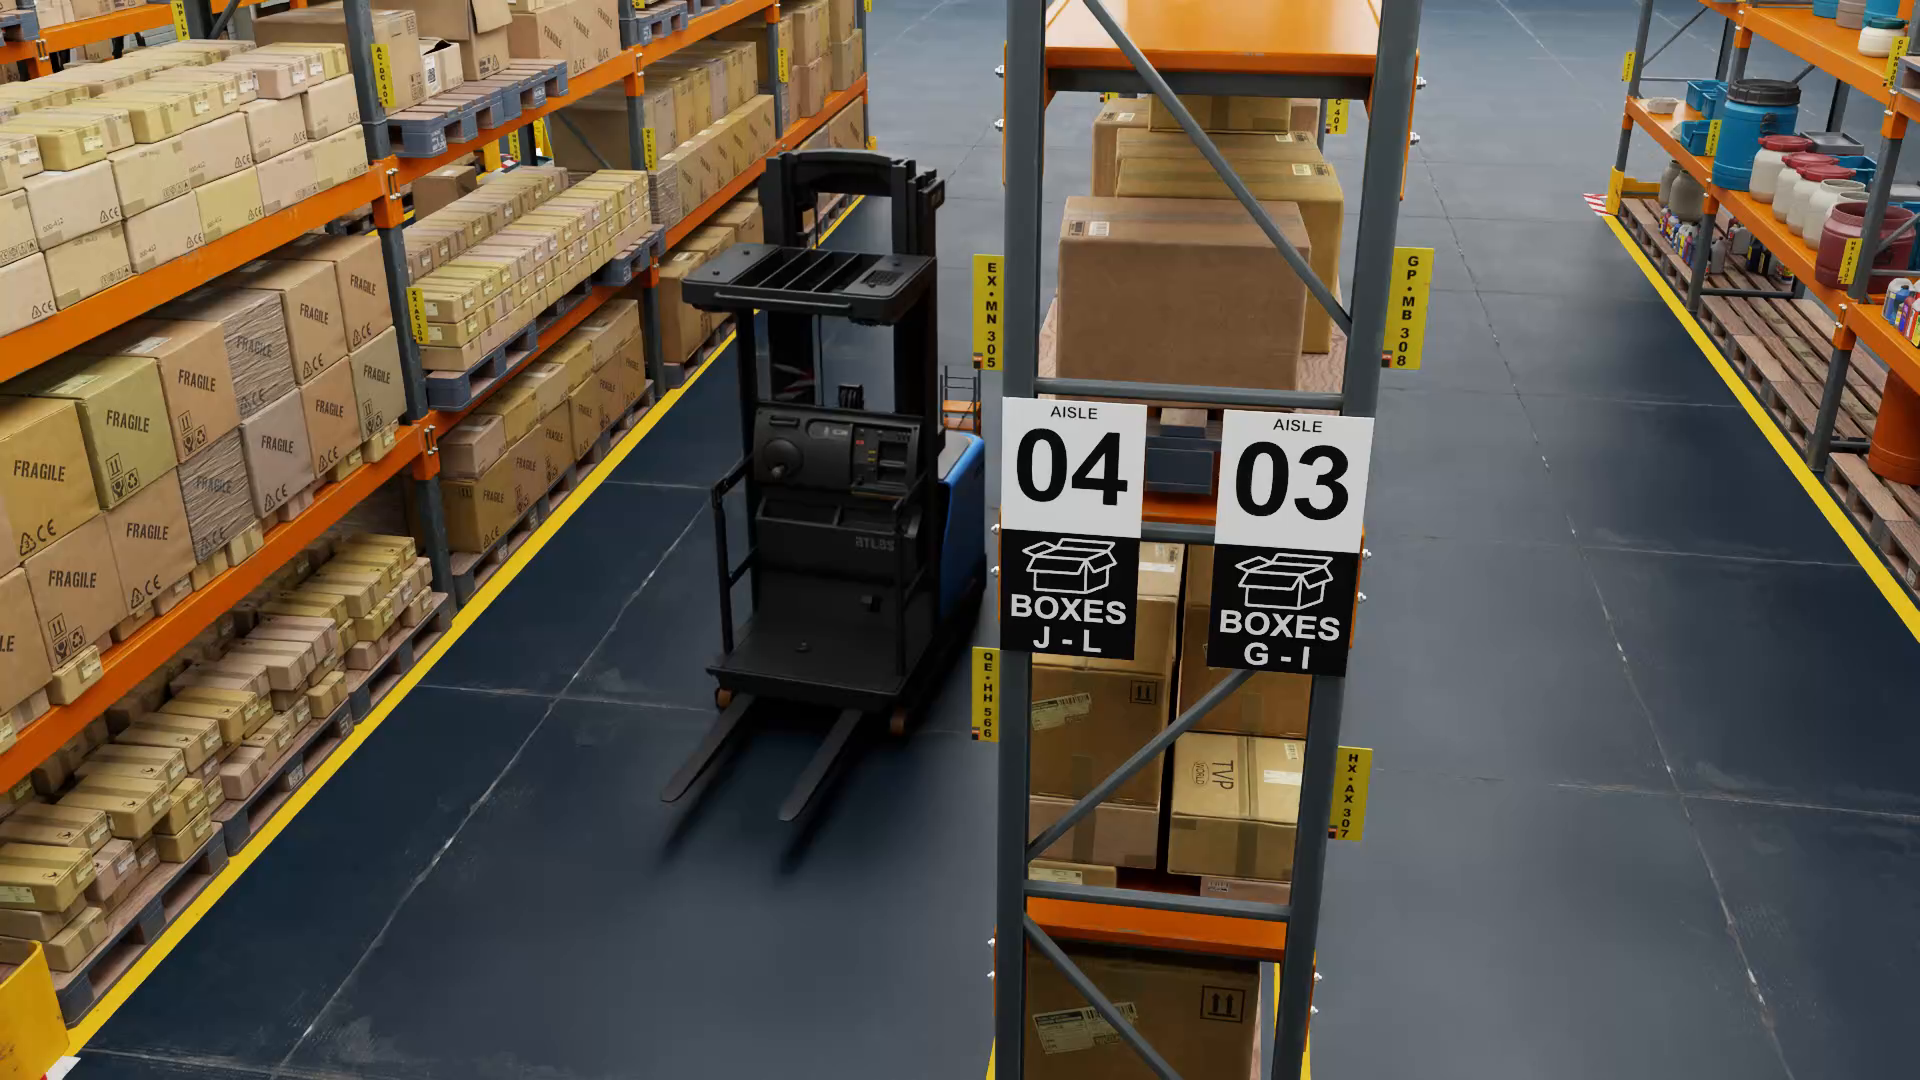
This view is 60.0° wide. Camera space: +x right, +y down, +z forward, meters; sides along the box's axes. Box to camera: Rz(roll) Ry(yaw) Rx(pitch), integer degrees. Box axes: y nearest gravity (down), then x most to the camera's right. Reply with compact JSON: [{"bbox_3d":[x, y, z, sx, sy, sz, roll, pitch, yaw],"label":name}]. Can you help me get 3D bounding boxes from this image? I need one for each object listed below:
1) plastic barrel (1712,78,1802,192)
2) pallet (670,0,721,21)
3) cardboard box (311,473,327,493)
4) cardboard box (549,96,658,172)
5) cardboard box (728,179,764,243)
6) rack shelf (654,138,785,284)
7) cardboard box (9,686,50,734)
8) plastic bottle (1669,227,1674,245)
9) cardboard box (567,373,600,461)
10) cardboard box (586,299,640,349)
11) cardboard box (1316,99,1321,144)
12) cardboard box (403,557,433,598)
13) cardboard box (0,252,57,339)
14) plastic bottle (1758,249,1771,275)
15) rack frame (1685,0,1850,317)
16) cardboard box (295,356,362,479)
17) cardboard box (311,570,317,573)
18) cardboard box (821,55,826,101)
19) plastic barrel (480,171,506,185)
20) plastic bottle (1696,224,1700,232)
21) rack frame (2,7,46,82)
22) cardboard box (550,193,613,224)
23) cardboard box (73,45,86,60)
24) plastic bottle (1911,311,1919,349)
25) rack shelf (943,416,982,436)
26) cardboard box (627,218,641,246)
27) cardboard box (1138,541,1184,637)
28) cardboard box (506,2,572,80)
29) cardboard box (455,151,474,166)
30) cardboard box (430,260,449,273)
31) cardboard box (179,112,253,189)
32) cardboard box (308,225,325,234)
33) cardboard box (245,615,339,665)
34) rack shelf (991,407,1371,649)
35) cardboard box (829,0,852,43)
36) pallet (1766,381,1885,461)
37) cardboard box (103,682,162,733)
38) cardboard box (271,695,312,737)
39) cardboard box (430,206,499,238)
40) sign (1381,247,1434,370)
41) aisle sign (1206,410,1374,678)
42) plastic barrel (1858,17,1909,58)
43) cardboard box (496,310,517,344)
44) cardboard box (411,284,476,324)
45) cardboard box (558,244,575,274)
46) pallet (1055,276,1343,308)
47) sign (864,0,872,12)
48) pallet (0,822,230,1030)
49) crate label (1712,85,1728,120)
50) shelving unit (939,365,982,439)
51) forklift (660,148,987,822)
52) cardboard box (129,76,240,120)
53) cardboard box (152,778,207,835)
[{"bbox_3d":[7.104,-3.614,14.842,0.600,0.901,0.708,4,25,9],"label":"plastic barrel"},{"bbox_3d":[-2.718,-4.598,14.219,1.003,0.211,1.213,5,26,11],"label":"pallet"},{"bbox_3d":[-3.567,-0.336,8.725,0.380,0.149,0.250,3,25,7],"label":"cardboard box"},{"bbox_3d":[-2.867,-3.269,13.399,0.700,0.500,0.500,4,25,8],"label":"cardboard box"},{"bbox_3d":[-2.309,-3.163,16.626,1.050,0.750,0.750,4,25,8],"label":"cardboard box"},{"bbox_3d":[-2.624,-3.095,15.172,1.077,0.370,4.000,4,25,9],"label":"rack shelf"},{"bbox_3d":[-3.881,0.653,6.612,0.380,0.149,0.250,5,26,10],"label":"cardboard box"},{"bbox_3d":[7.428,-3.170,17.265,0.097,0.201,0.097,0,25,0],"label":"plastic bottle"},{"bbox_3d":[-2.959,-0.910,12.108,0.500,0.500,0.500,3,25,6],"label":"cardboard box"},{"bbox_3d":[-2.803,-1.678,12.864,0.500,0.250,0.500,3,25,7],"label":"cardboard box"},{"bbox_3d":[1.204,-1.833,7.358,0.700,0.500,0.500,3,25,5],"label":"cardboard box"},{"bbox_3d":[-3.342,0.209,9.782,0.380,0.149,0.250,5,25,10],"label":"cardboard box"},{"bbox_3d":[-3.842,-0.919,6.313,0.500,0.250,0.500,5,26,10],"label":"cardboard box"},{"bbox_3d":[7.872,-2.744,16.260,0.061,0.283,0.133,4,25,9],"label":"plastic bottle"},{"bbox_3d":[7.466,-3.528,15.249,1.000,3.000,0.127,4,25,9],"label":"rack frame"},{"bbox_3d":[-3.490,-0.652,8.636,0.500,0.500,0.500,3,25,7],"label":"cardboard box"},{"bbox_3d":[-3.979,0.185,9.834,0.380,0.149,0.250,5,26,11],"label":"cardboard box"},{"bbox_3d":[-1.988,-5.158,18.554,0.875,0.550,0.500,4,25,9],"label":"cardboard box"},{"bbox_3d":[-5.387,-4.095,19.499,0.421,0.421,0.512,-20,32,-36],"label":"plastic barrel"},{"bbox_3d":[7.507,-3.062,16.939,0.061,0.283,0.133,4,25,9],"label":"plastic bottle"},{"bbox_3d":[-7.850,-2.885,13.875,1.000,3.000,0.127,4,25,9],"label":"rack frame"},{"bbox_3d":[-2.704,-2.367,11.868,0.380,0.149,0.250,5,26,10],"label":"cardboard box"},{"bbox_3d":[-11.356,-6.178,20.792,0.500,0.500,0.500,5,26,10],"label":"cardboard box"},{"bbox_3d":[6.281,-1.397,10.834,0.061,0.283,0.133,4,25,9],"label":"plastic bottle"},{"bbox_3d":[0.002,-0.727,10.926,0.258,0.103,0.180,4,25,9],"label":"rack shelf"},{"bbox_3d":[-2.620,-2.319,12.466,0.380,0.149,0.250,4,25,8],"label":"cardboard box"},{"bbox_3d":[0.684,0.217,7.075,0.500,0.250,0.500,4,25,9],"label":"cardboard box"},{"bbox_3d":[-2.948,-3.313,11.133,0.500,0.500,0.500,4,25,9],"label":"cardboard box"},{"bbox_3d":[-6.414,-4.809,20.733,0.500,0.250,0.500,4,25,8],"label":"cardboard box"},{"bbox_3d":[-3.564,-1.740,10.878,0.380,0.149,0.250,3,25,6],"label":"cardboard box"},{"bbox_3d":[-3.606,-1.782,7.569,0.500,0.250,0.500,5,26,11],"label":"cardboard box"},{"bbox_3d":[-7.280,-3.338,17.448,0.950,0.372,0.625,4,25,9],"label":"cardboard box"},{"bbox_3d":[-3.514,0.524,8.758,0.380,0.149,0.250,3,25,6],"label":"cardboard box"},{"bbox_3d":[0.946,-0.722,6.564,1.077,0.370,4.000,4,25,9],"label":"rack shelf"},{"bbox_3d":[-1.741,-6.098,19.289,0.875,0.550,0.550,4,25,9],"label":"cardboard box"},{"bbox_3d":[6.978,-0.913,12.952,1.003,0.211,1.213,4,25,9],"label":"pallet"},{"bbox_3d":[-4.160,0.813,8.140,0.380,0.149,0.250,3,25,7],"label":"cardboard box"},{"bbox_3d":[-3.610,0.915,8.625,0.380,0.149,0.250,4,25,10],"label":"cardboard box"},{"bbox_3d":[-3.430,-2.200,11.512,0.380,0.149,0.250,5,26,10],"label":"cardboard box"},{"bbox_3d":[1.166,-0.602,4.334,0.100,0.325,0.005,4,25,9],"label":"sign"},{"bbox_3d":[0.903,0.021,4.600,0.394,0.787,0.004,4,25,9],"label":"aisle sign"},{"bbox_3d":[6.790,-3.699,12.239,0.301,0.262,0.301,0,25,0],"label":"plastic barrel"},{"bbox_3d":[-3.002,-1.341,10.378,0.380,0.149,0.250,4,25,9],"label":"cardboard box"},{"bbox_3d":[-3.086,-1.390,9.780,0.380,0.149,0.250,5,26,11],"label":"cardboard box"},{"bbox_3d":[-2.832,-1.909,11.241,0.380,0.149,0.250,4,25,7],"label":"cardboard box"},{"bbox_3d":[0.927,-0.993,6.400,1.003,0.211,1.213,4,25,9],"label":"pallet"},{"bbox_3d":[-1.110,-6.518,19.992,0.100,0.325,0.005,4,25,9],"label":"sign"},{"bbox_3d":[-4.078,1.656,7.464,1.003,0.211,1.213,4,25,9],"label":"pallet"},{"bbox_3d":[8.086,-4.428,17.131,0.502,0.435,0.616,4,25,9],"label":"crate label"},{"bbox_3d":[0.002,-0.549,11.009,0.258,1.200,0.189,4,25,9],"label":"shelving unit"},{"bbox_3d":[-0.721,-0.449,8.752,1.130,2.935,3.031,7,26,14],"label":"forklift"},{"bbox_3d":[-3.548,-2.022,7.611,0.380,0.149,0.250,3,25,6],"label":"cardboard box"},{"bbox_3d":[-3.717,1.208,7.648,0.380,0.149,0.250,5,26,10],"label":"cardboard box"}]
